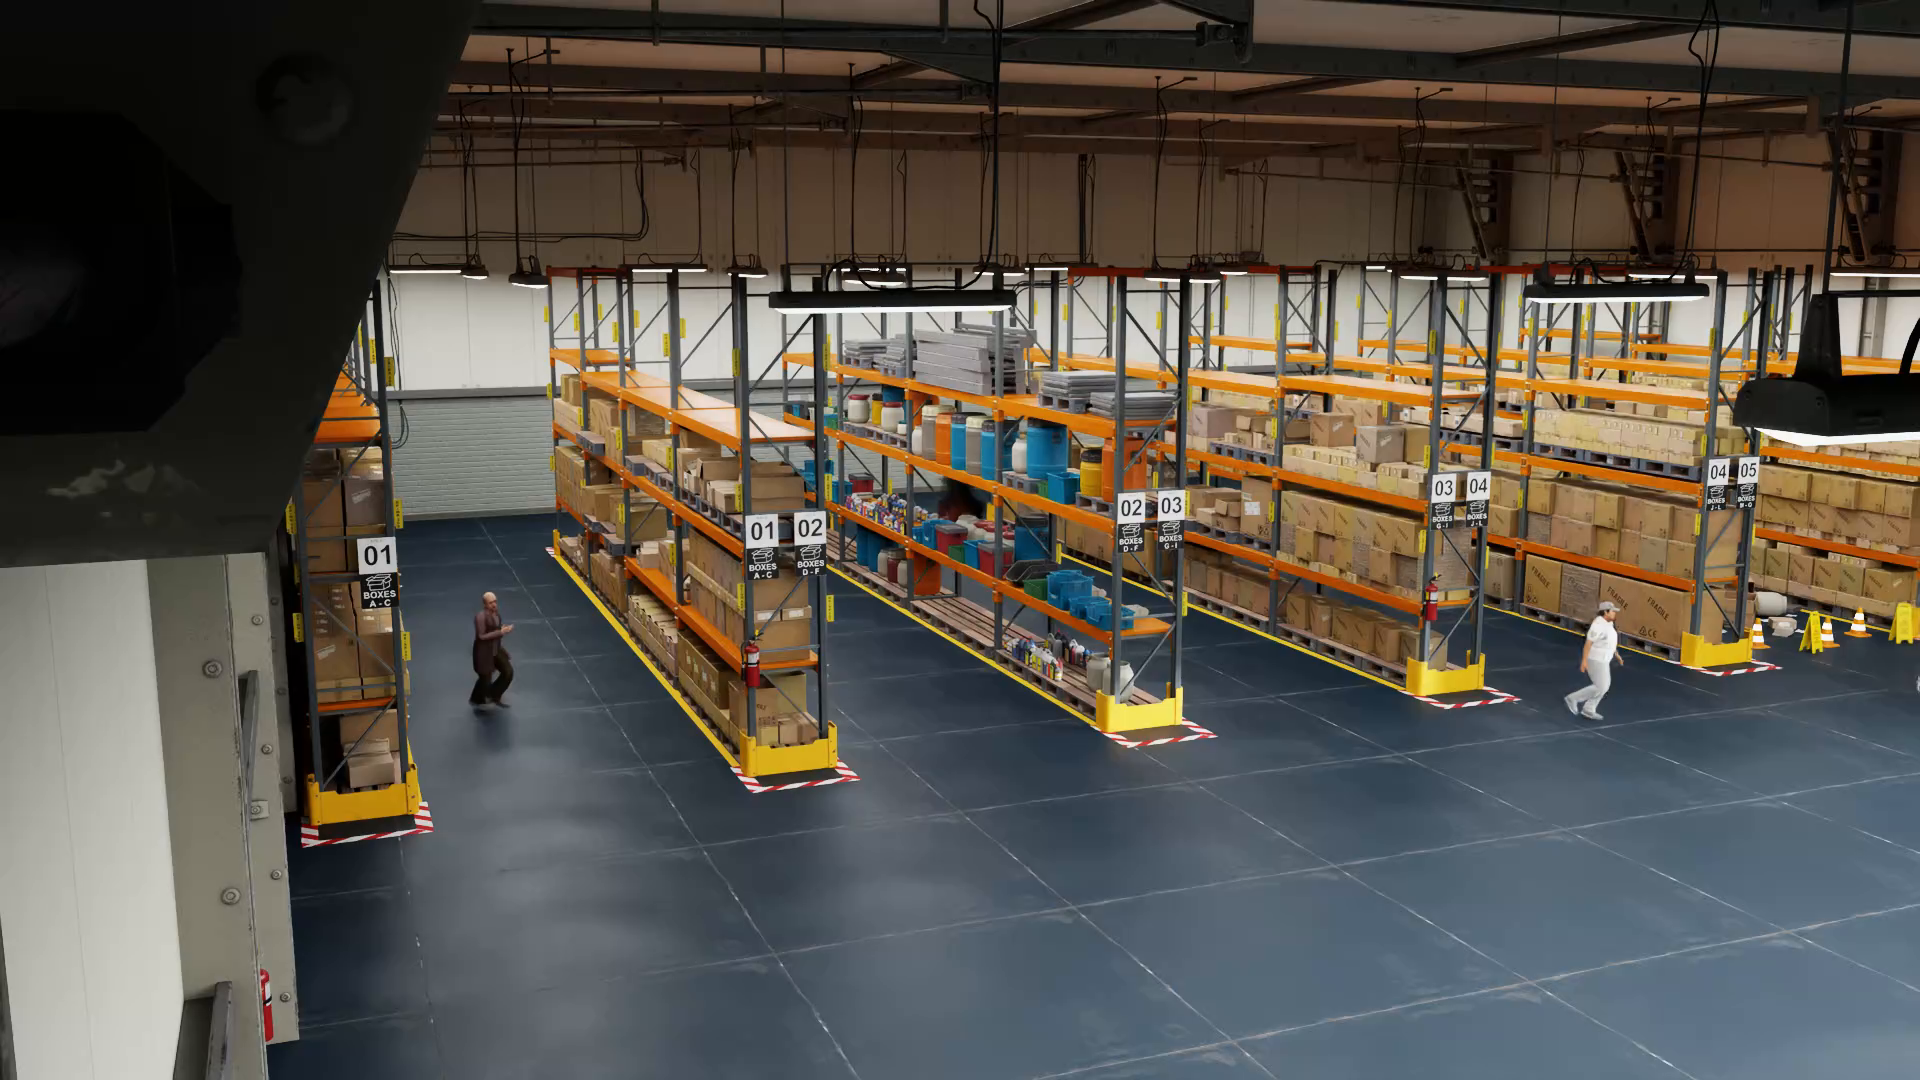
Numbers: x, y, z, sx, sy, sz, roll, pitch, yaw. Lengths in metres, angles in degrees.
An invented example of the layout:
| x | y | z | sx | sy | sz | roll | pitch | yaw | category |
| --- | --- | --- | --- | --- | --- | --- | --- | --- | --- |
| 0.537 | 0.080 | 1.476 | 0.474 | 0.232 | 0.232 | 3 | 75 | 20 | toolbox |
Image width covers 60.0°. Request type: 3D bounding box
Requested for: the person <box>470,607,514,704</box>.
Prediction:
| x | y | z | sx | sy | sz | roll | pitch | yaw | category |
| --- | --- | --- | --- | --- | --- | --- | --- | --- | --- |
| -6.491 | 1.601 | 22.799 | 0.810 | 1.449 | 0.663 | 5 | 11 | 24 | person |

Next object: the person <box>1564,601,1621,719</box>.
| x | y | z | sx | sy | sz | roll | pitch | yaw | category |
| --- | --- | --- | --- | --- | --- | --- | --- | --- | --- |
| 8.606 | 1.643 | 22.609 | 0.596 | 1.652 | 0.652 | 6 | 12 | 31 | person |
